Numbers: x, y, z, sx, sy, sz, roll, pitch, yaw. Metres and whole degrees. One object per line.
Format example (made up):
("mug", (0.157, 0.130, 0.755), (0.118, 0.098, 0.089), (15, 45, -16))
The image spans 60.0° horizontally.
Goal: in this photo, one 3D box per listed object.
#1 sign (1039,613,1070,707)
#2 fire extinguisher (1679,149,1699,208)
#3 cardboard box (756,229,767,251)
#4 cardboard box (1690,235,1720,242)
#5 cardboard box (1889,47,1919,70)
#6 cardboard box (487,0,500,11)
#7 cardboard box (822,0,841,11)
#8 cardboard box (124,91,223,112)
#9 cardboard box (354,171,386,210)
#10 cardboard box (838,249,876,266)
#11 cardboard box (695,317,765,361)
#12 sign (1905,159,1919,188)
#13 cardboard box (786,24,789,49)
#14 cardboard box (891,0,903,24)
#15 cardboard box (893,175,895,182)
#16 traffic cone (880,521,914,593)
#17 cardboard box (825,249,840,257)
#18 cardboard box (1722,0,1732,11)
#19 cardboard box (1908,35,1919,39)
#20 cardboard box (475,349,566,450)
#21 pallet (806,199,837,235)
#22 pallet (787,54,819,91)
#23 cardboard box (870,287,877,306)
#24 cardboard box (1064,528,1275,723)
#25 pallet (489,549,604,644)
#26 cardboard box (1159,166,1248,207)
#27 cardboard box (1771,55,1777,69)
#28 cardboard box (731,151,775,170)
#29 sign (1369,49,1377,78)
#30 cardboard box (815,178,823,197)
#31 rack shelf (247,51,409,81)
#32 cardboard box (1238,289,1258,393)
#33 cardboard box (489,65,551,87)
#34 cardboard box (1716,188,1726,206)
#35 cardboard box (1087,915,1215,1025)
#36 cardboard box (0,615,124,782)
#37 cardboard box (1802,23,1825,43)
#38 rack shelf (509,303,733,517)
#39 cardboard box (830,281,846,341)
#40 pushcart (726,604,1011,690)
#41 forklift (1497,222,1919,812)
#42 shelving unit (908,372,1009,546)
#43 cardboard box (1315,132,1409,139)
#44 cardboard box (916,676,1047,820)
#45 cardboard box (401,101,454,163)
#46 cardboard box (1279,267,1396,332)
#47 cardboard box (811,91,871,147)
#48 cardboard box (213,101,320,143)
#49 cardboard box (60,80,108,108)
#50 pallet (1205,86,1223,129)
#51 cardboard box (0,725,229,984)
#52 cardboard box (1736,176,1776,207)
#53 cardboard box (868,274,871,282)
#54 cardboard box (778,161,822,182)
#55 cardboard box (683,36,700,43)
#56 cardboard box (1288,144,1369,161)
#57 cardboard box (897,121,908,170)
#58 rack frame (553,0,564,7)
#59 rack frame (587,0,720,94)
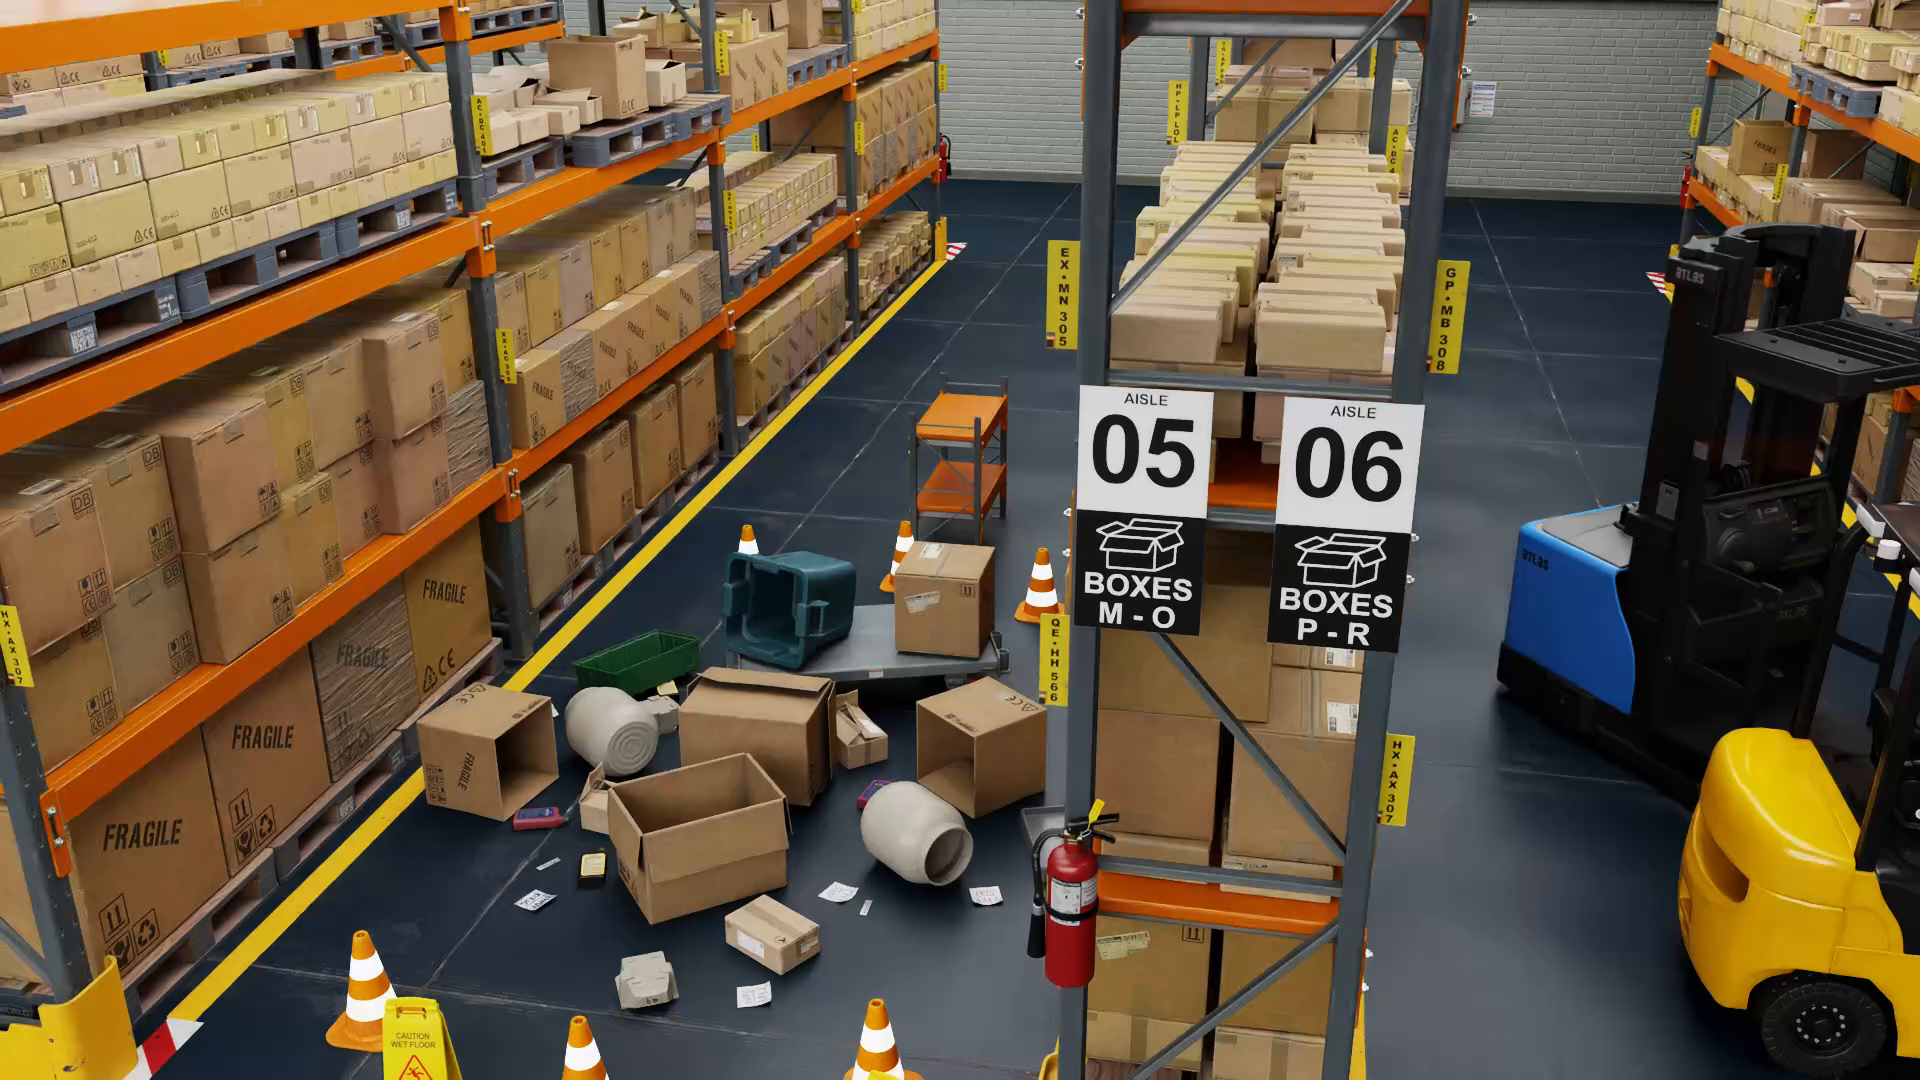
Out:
("sign", (0.308, 0.391, 5.395), (0.100, 0.325, 0.005), (4, 22, 11))
("fire extinguisher", (8.550, -4.231, 19.446), (0.296, 0.674, 0.183), (4, 22, 11))
("cardboard box", (-1.935, -2.664, 14.728), (0.380, 0.149, 0.250), (5, 23, 13))
("cardboard box", (8.755, -3.171, 18.991), (0.797, 0.503, 0.637), (4, 22, 9))
("cardboard box", (7.385, -3.692, 12.760), (0.380, 0.149, 0.250), (5, 22, 11))
("cardboard box", (-5.934, -6.578, 19.827), (0.700, 0.500, 0.500), (3, 22, 7))
("cardboard box", (-1.274, -5.432, 16.808), (0.380, 0.149, 0.250), (4, 22, 10))
("cardboard box", (-3.816, -2.085, 8.073), (0.380, 0.149, 0.250), (5, 22, 11))
("cardboard box", (-3.119, -1.757, 8.327), (0.380, 0.149, 0.250), (5, 22, 11))
("cardboard box", (-1.149, -3.153, 18.625), (0.380, 0.149, 0.250), (4, 22, 10))
("cardboard box", (-2.009, -1.759, 14.486), (0.500, 0.250, 0.500), (3, 22, 8))
("sign", (8.700, -3.384, 15.190), (0.100, 0.325, 0.005), (4, 22, 11))
("cardboard box", (-1.955, -4.844, 15.908), (0.500, 0.311, 0.500), (4, 22, 10))
("cardboard box", (-0.924, -5.876, 18.444), (0.500, 0.250, 0.500), (3, 22, 9))
("cardboard box", (-0.962, -4.154, 18.989), (0.380, 0.149, 0.250), (5, 23, 13))
("traffic cone", (-0.373, 0.095, 11.497), (0.336, 0.463, 0.334), (4, 22, 11))
("cardboard box", (-1.566, -3.180, 18.693), (0.380, 0.149, 0.250), (5, 23, 13))
("cardboard box", (8.636, -5.899, 18.104), (0.500, 0.250, 0.500), (4, 22, 10))
("cardboard box", (7.995, -4.047, 13.613), (0.380, 0.149, 0.250), (4, 22, 9))
("cardboard box", (-2.832, -0.897, 10.433), (0.500, 0.500, 0.500), (5, 22, 12))
("pallet", (-1.869, -3.248, 16.659), (1.003, 0.211, 1.213), (4, 22, 11))
("pallet", (-2.009, -4.312, 15.281), (1.213, 0.211, 1.003), (4, 22, 11))
("cardboard box", (-1.127, -2.683, 18.255), (0.380, 0.149, 0.250), (5, 22, 13))
("cardboard box", (0.738, 0.272, 5.792), (0.700, 0.500, 0.500), (4, 22, 10))
("pallet", (-3.119, 0.326, 11.261), (1.003, 0.211, 1.213), (4, 22, 11))
("cardboard box", (1.113, -1.606, 7.580), (0.380, 0.149, 0.250), (4, 22, 11))
("cardboard box", (8.195, -4.688, 16.301), (0.380, 0.149, 0.250), (5, 23, 13))
("cardboard box", (-2.101, -3.850, 16.876), (0.380, 0.149, 0.250), (6, 23, 14))
("sign", (3.011, -3.391, 12.051), (0.100, 0.325, 0.005), (4, 22, 11))
("cardboard box", (-1.564, -3.474, 16.340), (0.380, 0.149, 0.250), (5, 23, 13))
("rack shelf", (-6.813, -4.346, 16.078), (1.077, 0.370, 4.000), (4, 22, 11))
("cardboard box", (0.805, -0.726, 5.929), (0.500, 0.250, 0.500), (4, 22, 10))
("cardboard box", (-2.956, -3.114, 11.480), (0.500, 0.311, 0.500), (4, 22, 10))
("cardboard box", (8.325, -3.667, 17.781), (0.380, 0.149, 0.250), (4, 22, 9))
("cardboard box", (0.756, 1.544, 6.619), (0.500, 0.500, 0.500), (5, 22, 11))
("cardboard box", (-3.987, 0.575, 6.710), (0.875, 0.550, 0.550), (4, 22, 11))
("cardboard box", (7.666, -4.466, 14.654), (0.380, 0.149, 0.250), (5, 22, 12))
("rack shelf", (-2.795, -1.077, 11.976), (1.077, 0.370, 4.000), (4, 22, 11))
("cardboard box", (-1.475, -2.350, 16.958), (0.500, 0.500, 0.500), (4, 22, 10))
("pushcart", (-0.578, 0.722, 10.056), (1.648, 0.377, 0.936), (-3, 22, -8))
("forklift", (4.322, -0.035, 8.518), (1.130, 2.935, 3.031), (-10, 24, -22))
("shelving unit", (0.001, -0.524, 12.150), (0.538, 1.125, 1.048), (4, 22, 11))
("cardboard box", (2.278, -2.224, 9.484), (0.500, 0.250, 0.500), (4, 22, 10))
("cardboard box", (0.113, 1.108, 8.931), (0.500, 0.500, 0.500), (-16, 27, -35))
("cardboard box", (-3.052, -2.181, 8.844), (0.500, 0.250, 0.500), (4, 22, 10))
("cardboard box", (1.267, -0.815, 5.616), (0.380, 0.149, 0.250), (4, 22, 11))
("cardboard box", (-1.240, -4.400, 17.392), (0.500, 0.500, 0.500), (5, 22, 12))
("cardboard box", (-3.223, -1.946, 7.727), (0.380, 0.149, 0.250), (4, 22, 10))
("cardboard box", (-7.166, -3.504, 13.224), (0.500, 0.250, 0.500), (4, 22, 11))
("pallet", (2.560, -3.345, 12.882), (1.213, 0.211, 1.003), (6, 23, 13))
("cardboard box", (-3.945, 1.321, 7.339), (0.875, 0.875, 0.875), (5, 22, 11))
("cardboard box", (8.224, -3.527, 16.897), (0.500, 0.250, 0.500), (4, 22, 11))
("cardboard box", (-1.205, -2.915, 18.432), (0.380, 0.149, 0.250), (4, 22, 11))
("cardboard box", (-1.570, -3.605, 16.267), (0.380, 0.149, 0.250), (4, 22, 9))
("cardboard box", (-2.429, -3.992, 14.101), (0.500, 0.500, 0.500), (4, 22, 11))
("cardboard box", (1.813, -1.851, 8.188), (0.380, 0.149, 0.250), (5, 22, 12))
("cardboard box", (-0.910, -4.513, 19.011), (0.500, 0.500, 0.500), (6, 23, 14))
("rack frame", (-5.589, -8.266, 20.832), (1.000, 3.000, 0.127), (4, 22, 11))
("rack frame", (-2.386, -4.925, 12.537), (1.000, 3.000, 0.127), (4, 22, 11))
